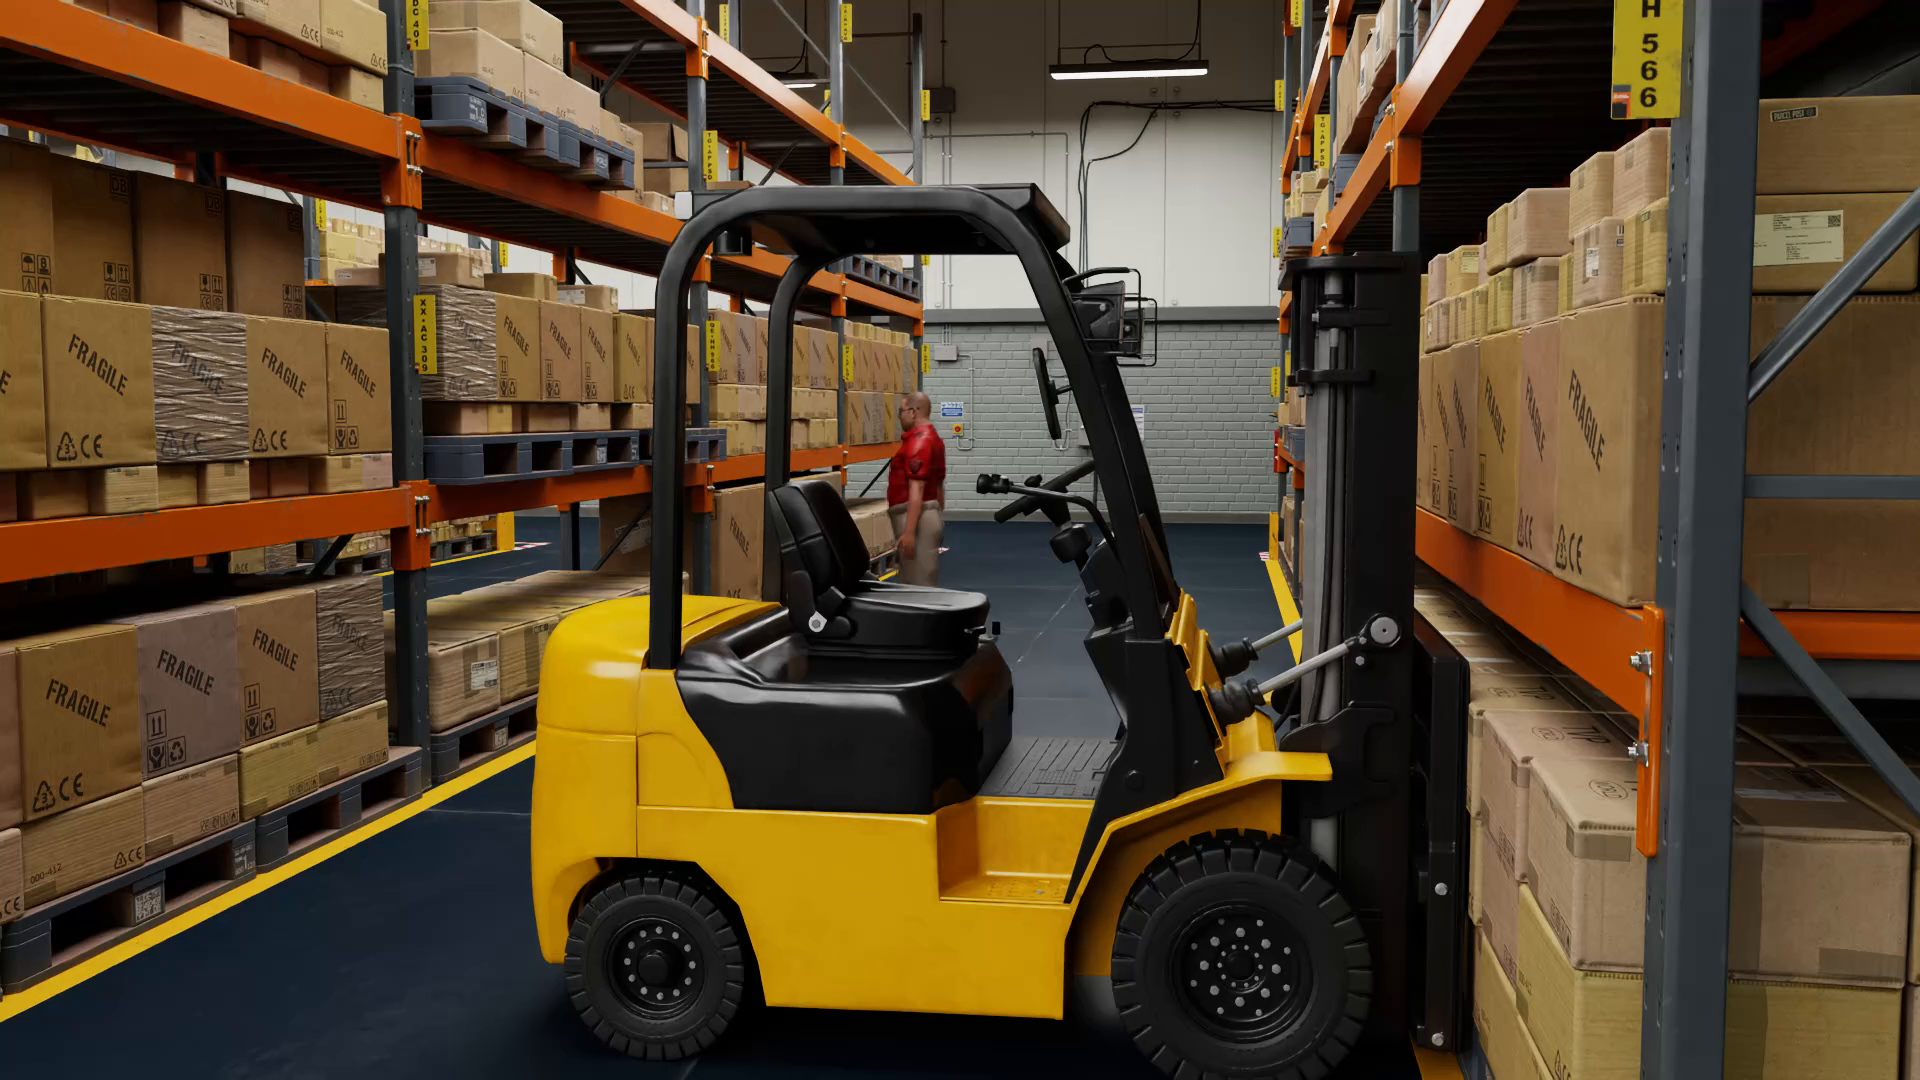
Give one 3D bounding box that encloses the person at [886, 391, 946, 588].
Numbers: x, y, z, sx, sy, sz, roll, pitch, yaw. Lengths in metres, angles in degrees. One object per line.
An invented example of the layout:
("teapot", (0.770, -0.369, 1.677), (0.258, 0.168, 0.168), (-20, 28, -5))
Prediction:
("person", (-0.311, -0.058, 10.347), (0.549, 1.728, 0.562), (1, 4, 9))
